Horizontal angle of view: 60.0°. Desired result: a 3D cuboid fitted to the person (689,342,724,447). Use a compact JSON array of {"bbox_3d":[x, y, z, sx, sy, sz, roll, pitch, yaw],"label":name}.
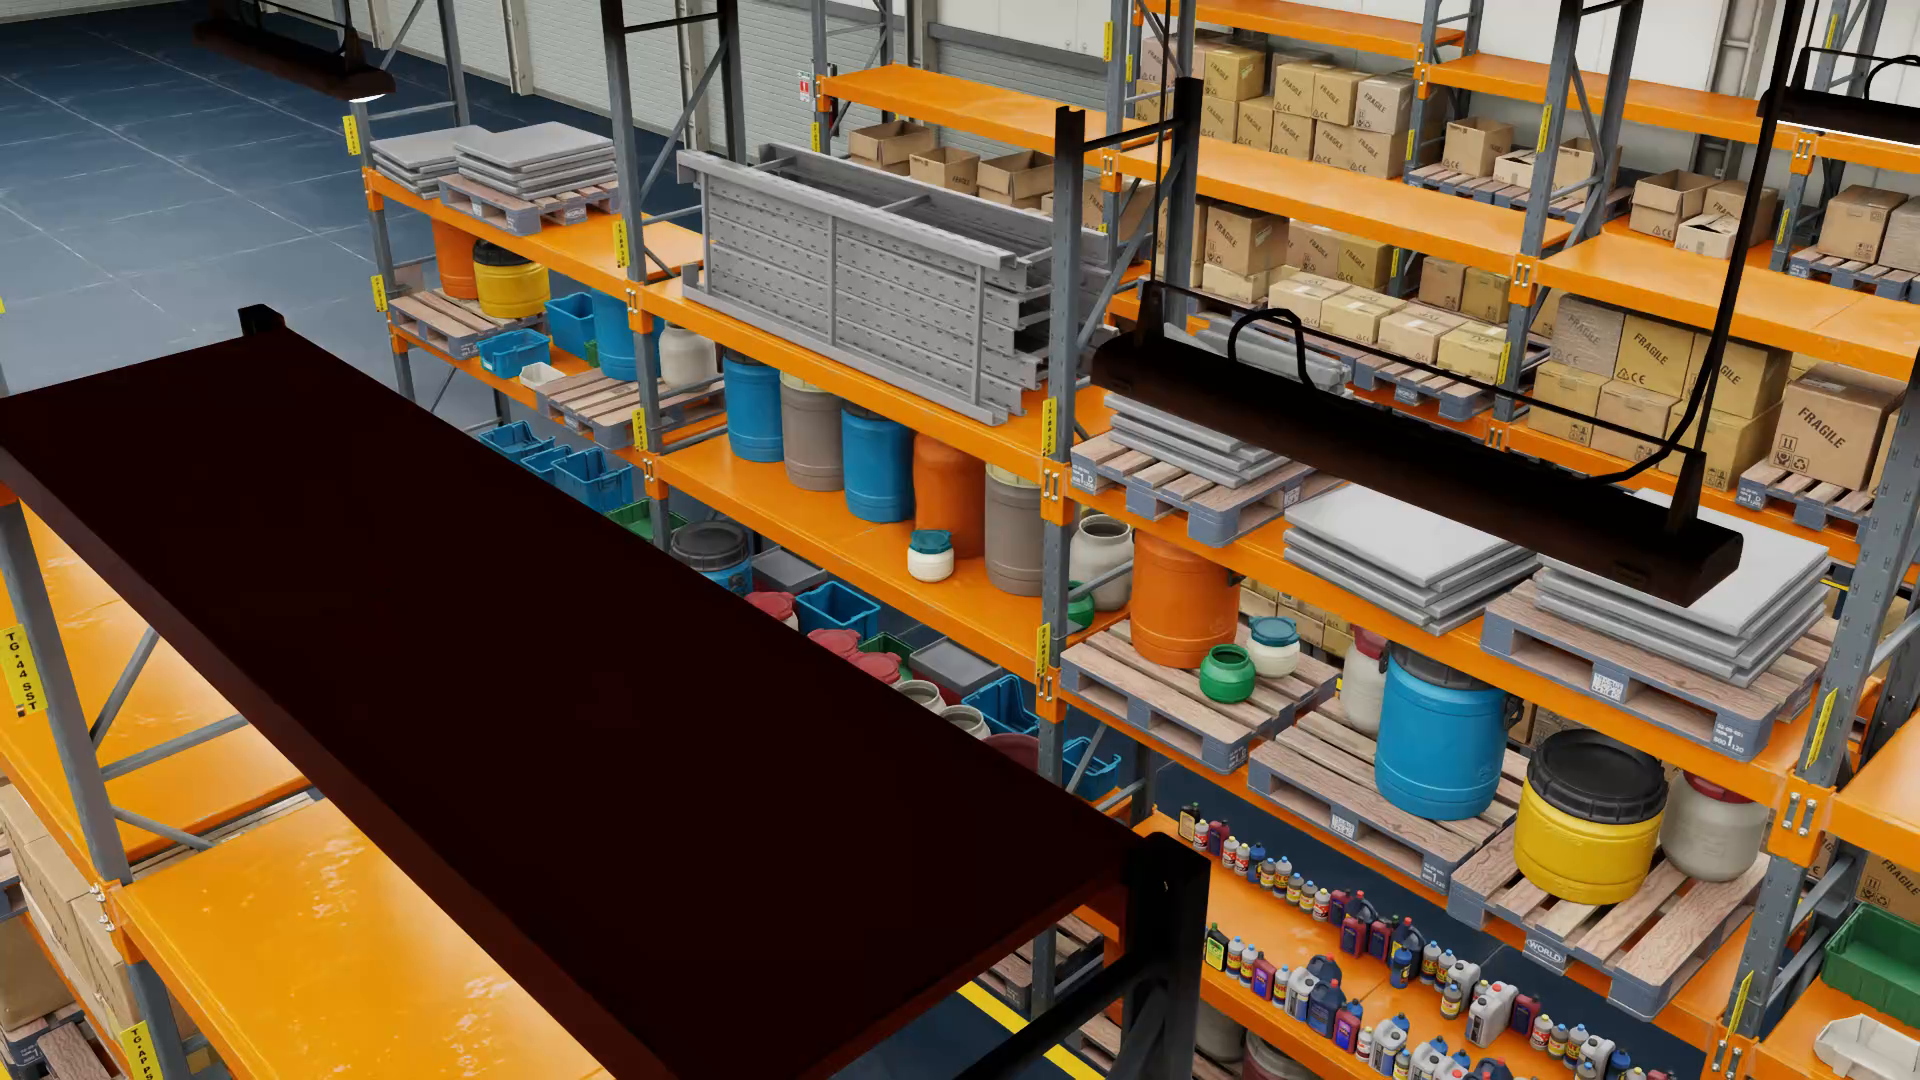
[{"bbox_3d":[-2.794,-1.636,18.154,0.700,1.674,0.825,-24,36,-37],"label":"person"}]
